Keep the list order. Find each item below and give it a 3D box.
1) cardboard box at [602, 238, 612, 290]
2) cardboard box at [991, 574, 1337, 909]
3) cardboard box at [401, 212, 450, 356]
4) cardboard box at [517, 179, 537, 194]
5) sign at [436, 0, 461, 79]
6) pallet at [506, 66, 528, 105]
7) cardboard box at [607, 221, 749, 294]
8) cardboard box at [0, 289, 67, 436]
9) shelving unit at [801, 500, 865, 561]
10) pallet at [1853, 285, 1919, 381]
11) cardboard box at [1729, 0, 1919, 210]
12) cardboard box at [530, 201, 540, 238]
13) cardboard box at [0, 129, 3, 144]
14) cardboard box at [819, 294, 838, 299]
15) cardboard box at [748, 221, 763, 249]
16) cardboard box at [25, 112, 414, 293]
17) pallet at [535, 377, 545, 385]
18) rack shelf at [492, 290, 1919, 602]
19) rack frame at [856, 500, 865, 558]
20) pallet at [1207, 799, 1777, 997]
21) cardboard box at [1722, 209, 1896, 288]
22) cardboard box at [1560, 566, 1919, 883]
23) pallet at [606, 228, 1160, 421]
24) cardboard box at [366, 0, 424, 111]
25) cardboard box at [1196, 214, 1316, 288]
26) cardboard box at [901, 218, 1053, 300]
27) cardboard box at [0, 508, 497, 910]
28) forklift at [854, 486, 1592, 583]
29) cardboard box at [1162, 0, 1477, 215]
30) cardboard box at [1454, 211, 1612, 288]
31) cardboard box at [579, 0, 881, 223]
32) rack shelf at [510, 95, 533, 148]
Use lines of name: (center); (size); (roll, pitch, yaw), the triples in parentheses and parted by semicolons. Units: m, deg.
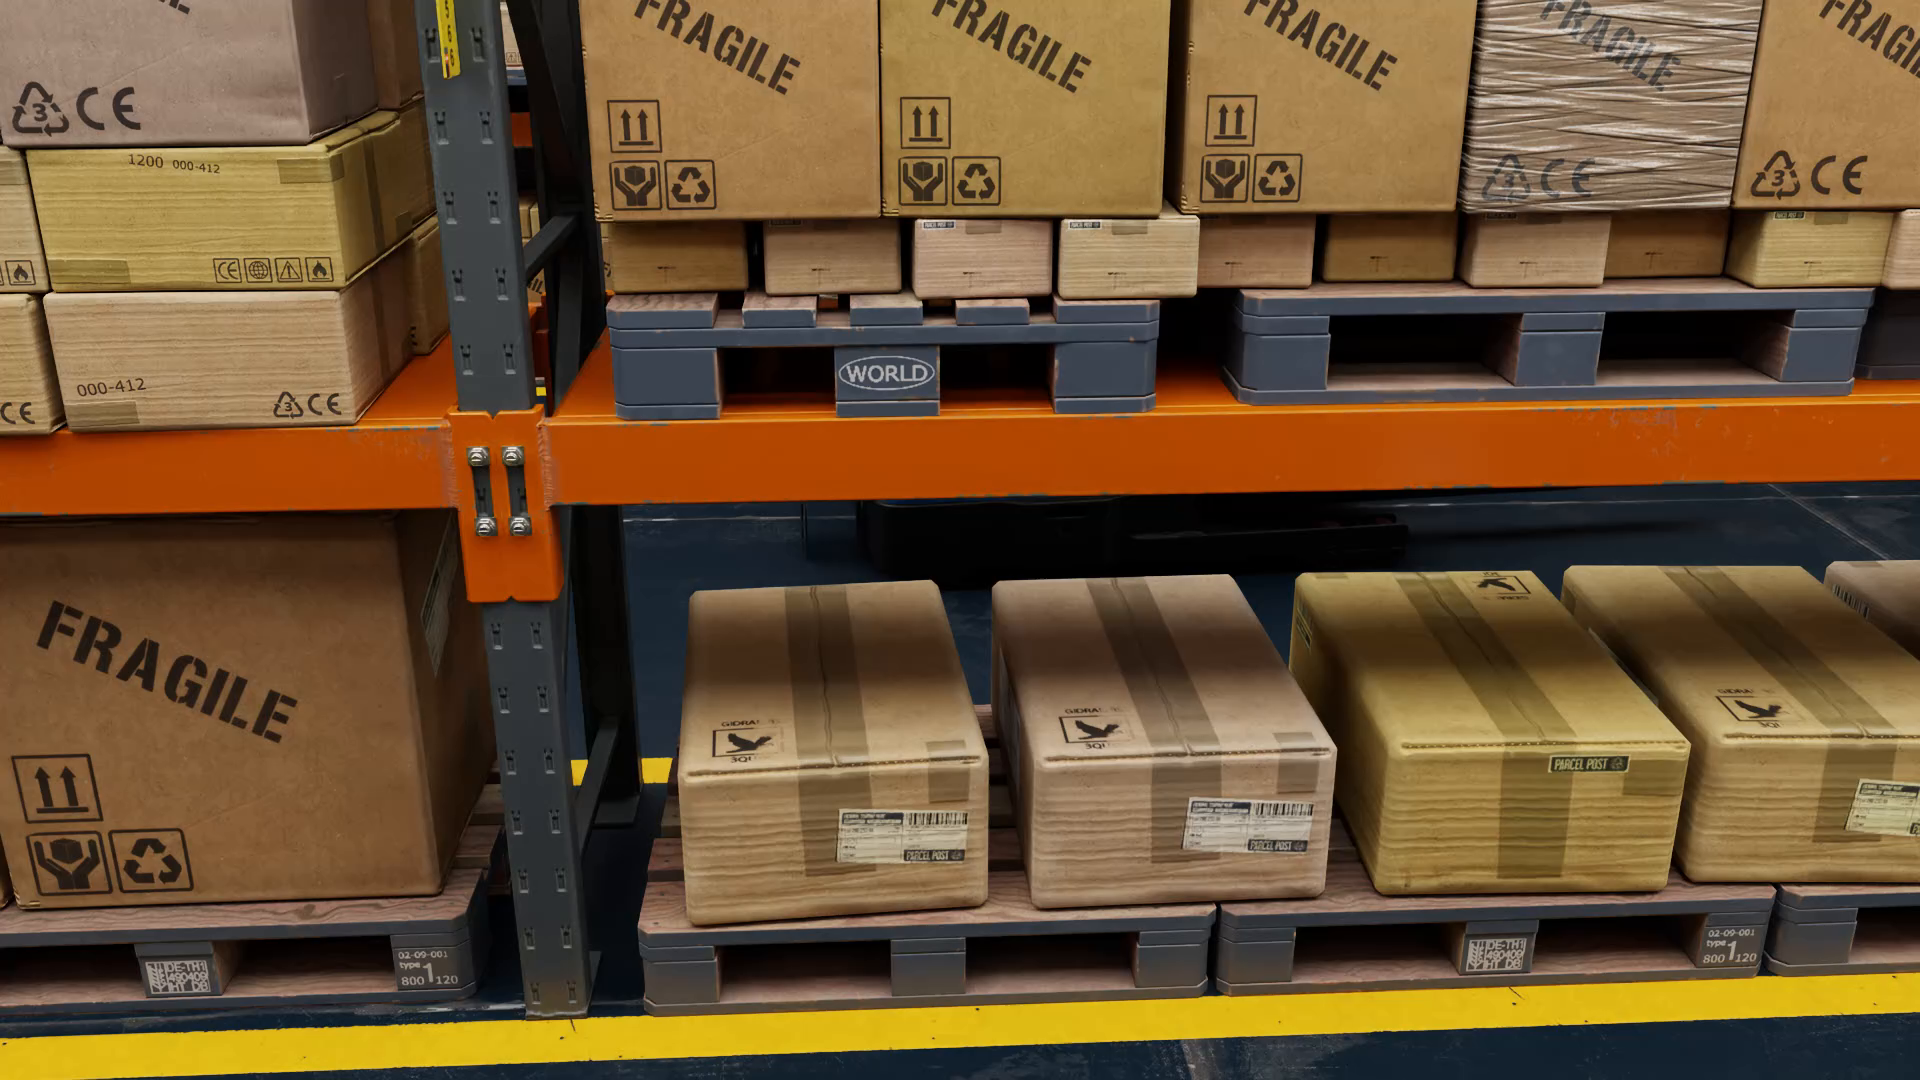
cardboard box: (-1.570, -1.281, 8.192); (0.500, 0.500, 0.500); (-1, 21, -1)
cardboard box: (0.427, 0.432, 3.874); (0.625, 0.372, 0.950); (-2, 21, -4)
cardboard box: (-1.376, -0.584, 3.649); (0.500, 0.250, 0.500); (-2, 21, -4)
cardboard box: (-2.210, -1.740, 8.485); (0.250, 0.149, 0.380); (-1, 21, -2)
sign: (-0.839, -0.918, 2.690); (0.005, 0.325, 0.100); (-1, 21, -3)
pallet: (-1.833, -2.209, 7.978); (1.003, 0.211, 1.213); (-1, 21, -3)
cardboard box: (-0.538, -0.594, 3.228); (0.250, 0.149, 0.380); (-2, 21, -6)
cardboard box: (-1.873, -0.386, 3.129); (0.500, 0.250, 0.500); (-1, 21, -2)
shelving unit: (-0.462, -0.394, 5.890); (0.210, 0.900, 0.258); (-3, 21, -8)
pallet: (2.349, -0.602, 3.756); (1.213, 0.211, 1.003); (-1, 21, -3)
cardboard box: (1.661, -0.928, 3.194); (0.500, 0.500, 0.500); (0, 21, -1)
cardboard box: (-1.910, -1.552, 7.994); (0.250, 0.149, 0.380); (-2, 21, -6)
cardboard box: (-1.886, -0.972, 2.912); (0.500, 0.500, 0.500); (-1, 21, -2)
cardboard box: (-0.537, -1.432, 8.413); (0.625, 0.625, 0.875); (-1, 21, -1)
cardboard box: (-0.560, -0.743, 3.621); (0.250, 0.149, 0.380); (0, 21, -1)
cardboard box: (-1.343, -0.638, 3.089); (0.500, 0.250, 0.500); (-1, 21, -3)
pallet: (-1.908, -1.033, 8.537); (1.213, 0.211, 1.003); (-1, 21, -3)
rack shelf: (1.123, -0.279, 3.649); (4.000, 0.370, 1.077); (-1, 21, -3)
rack frame: (-0.361, -0.399, 5.905); (0.006, 0.900, 0.240); (-3, 21, -8)
pallet: (1.122, 0.690, 4.013); (1.213, 0.211, 1.003); (-1, 21, -3)
cardboard box: (1.603, -0.610, 3.271); (0.250, 0.149, 0.380); (-1, 21, -3)
cardboard box: (1.879, 0.404, 3.948); (0.625, 0.372, 0.950); (0, 21, 0)
pallet: (-0.168, -0.537, 3.585); (1.003, 0.211, 1.213); (-1, 21, -3)
cardboard box: (-1.380, -1.165, 3.420); (0.500, 0.500, 0.500); (-2, 21, -5)
cardboard box: (0.534, -0.608, 3.264); (0.250, 0.149, 0.380); (0, 21, 0)
cardboard box: (0.022, -0.577, 3.183); (0.250, 0.149, 0.380); (-3, 21, -7)
cardboard box: (-1.568, 0.207, 3.758); (0.875, 0.875, 0.875); (-1, 21, -4)
forklift: (1.133, -1.451, 5.814); (3.031, 2.935, 1.130); (-3, 21, -8)
cardboard box: (0.639, -0.910, 3.146); (0.500, 0.500, 0.500); (-1, 21, -2)
cardboard box: (1.078, -0.609, 3.269); (0.250, 0.149, 0.380); (-1, 21, -1)
cardboard box: (-0.411, -0.883, 3.077); (0.500, 0.500, 0.500); (-2, 21, -5)
rack shelf: (-3.157, -1.961, 8.066); (4.000, 0.370, 1.077); (-1, 21, -3)
